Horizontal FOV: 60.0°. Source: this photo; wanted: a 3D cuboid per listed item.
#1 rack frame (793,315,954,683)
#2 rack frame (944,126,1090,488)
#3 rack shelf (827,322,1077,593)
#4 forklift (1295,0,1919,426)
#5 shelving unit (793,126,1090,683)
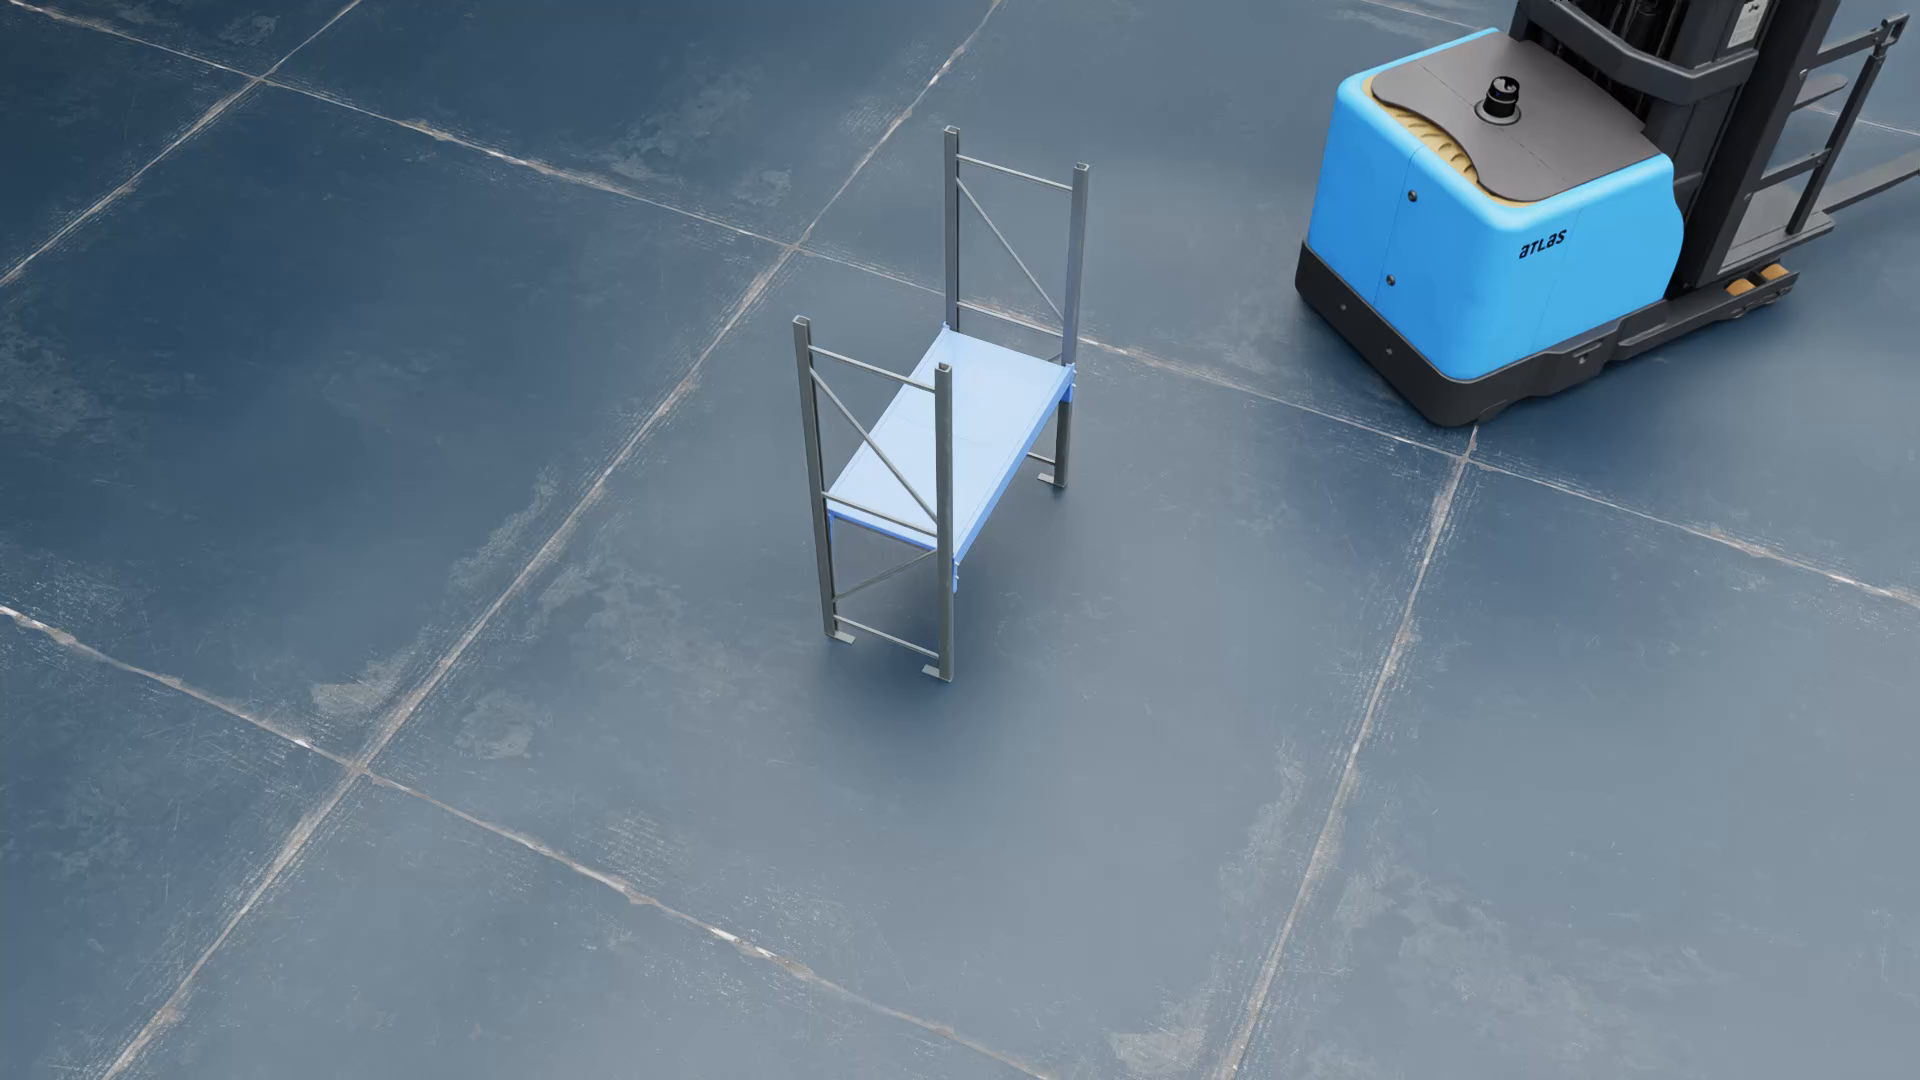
[{"bbox_3d":[-0.254,-0.077,5.331,0.500,1.500,0.032,20,52,16],"label":"rack frame"},{"bbox_3d":[0.181,-0.777,5.927,0.500,1.500,0.032,20,52,16],"label":"rack frame"},{"bbox_3d":[-0.036,-0.311,5.766,0.538,0.185,1.000,20,52,16],"label":"rack shelf"},{"bbox_3d":[2.968,-2.222,6.216,3.031,2.935,1.130,-23,53,-18],"label":"forklift"},{"bbox_3d":[-0.036,-0.427,5.629,0.538,1.500,1.048,20,52,16],"label":"shelving unit"}]
